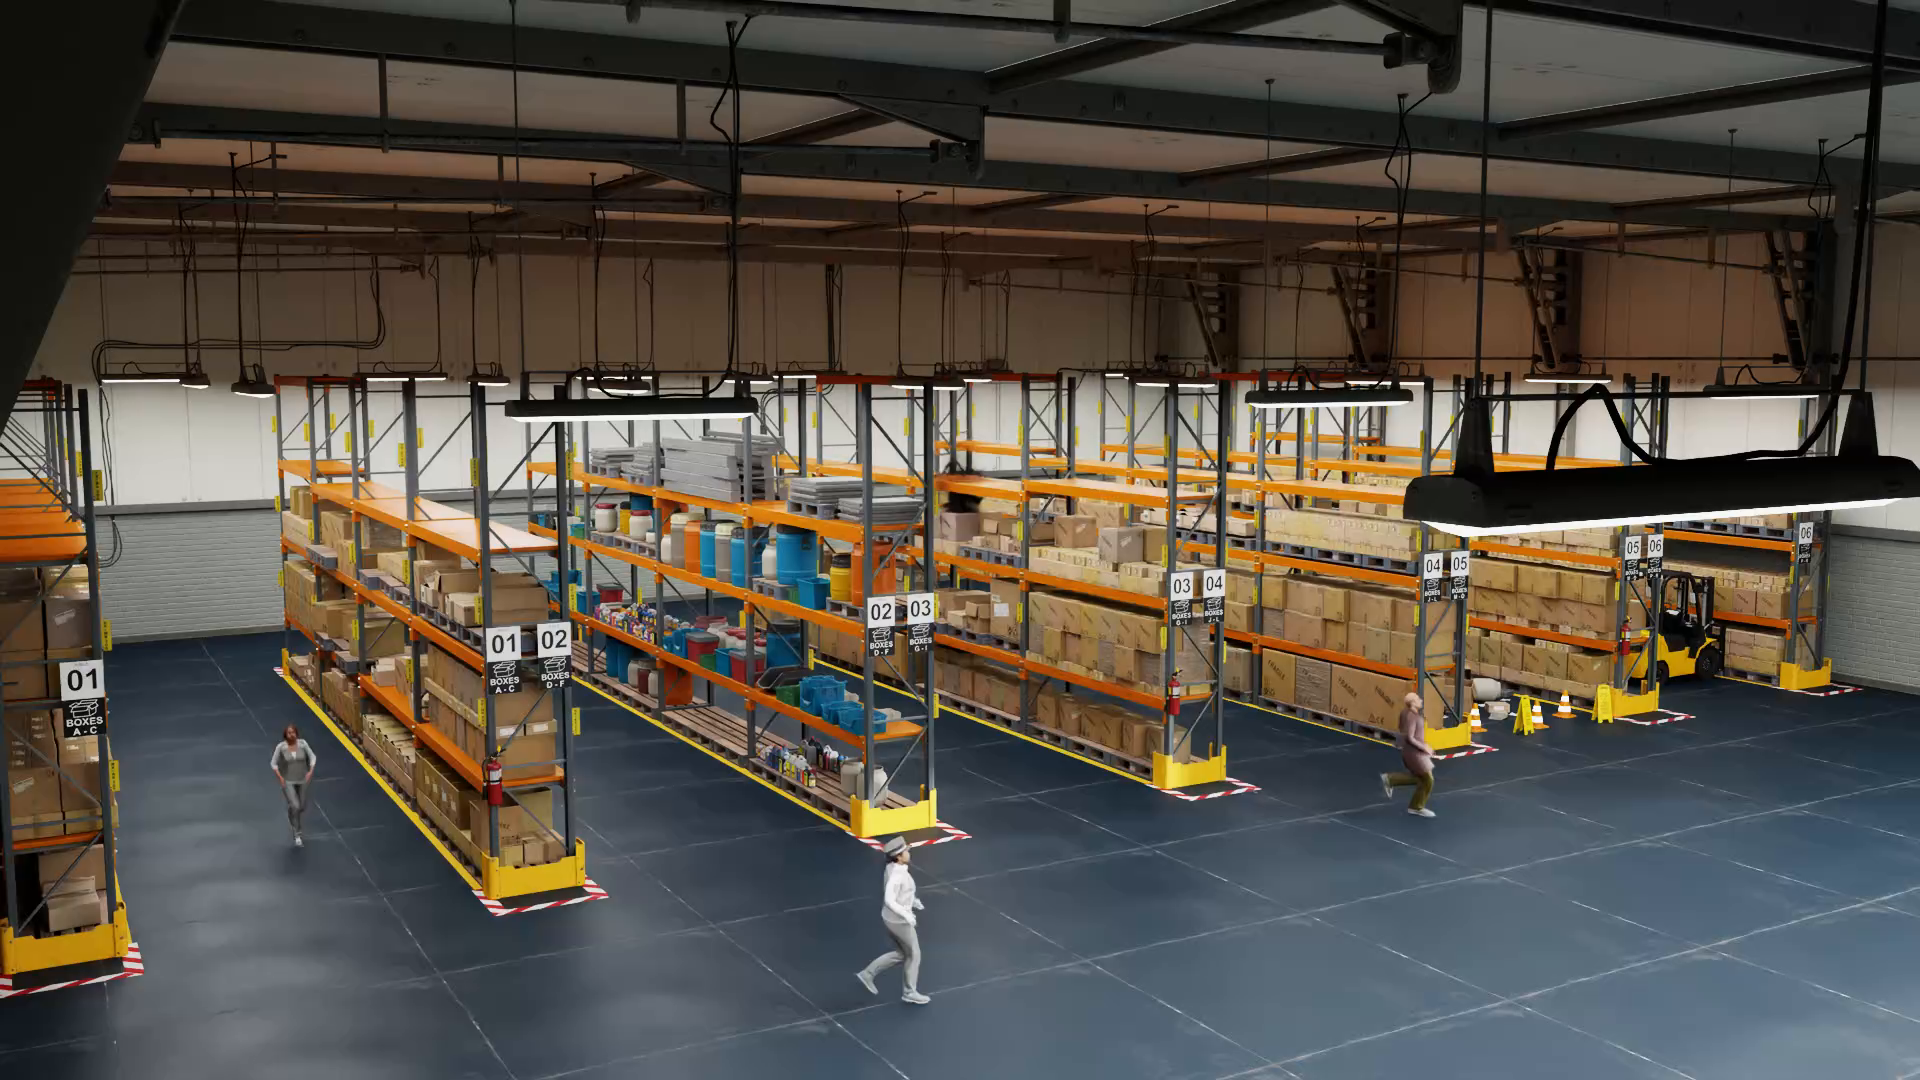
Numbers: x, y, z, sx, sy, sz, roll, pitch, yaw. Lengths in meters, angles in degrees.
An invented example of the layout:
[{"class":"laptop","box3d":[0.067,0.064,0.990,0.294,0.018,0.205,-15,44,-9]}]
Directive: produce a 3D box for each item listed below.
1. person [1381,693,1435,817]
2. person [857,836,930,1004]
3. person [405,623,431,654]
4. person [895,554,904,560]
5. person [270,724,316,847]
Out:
[{"class":"person","box3d":[6.233,2.967,23.076,0.718,1.725,0.730,1,6,6]},{"class":"person","box3d":[-0.646,3.727,16.260,0.720,1.687,0.625,-1,6,-10]},{"class":"person","box3d":[-10.918,1.823,33.618,0.672,1.674,0.594,-6,8,-42]},{"class":"person","box3d":[-1.522,1.168,39.734,0.661,1.673,0.581,1,6,6]},{"class":"person","box3d":[-8.731,3.178,21.789,0.555,1.602,0.659,-4,7,-32]}]
